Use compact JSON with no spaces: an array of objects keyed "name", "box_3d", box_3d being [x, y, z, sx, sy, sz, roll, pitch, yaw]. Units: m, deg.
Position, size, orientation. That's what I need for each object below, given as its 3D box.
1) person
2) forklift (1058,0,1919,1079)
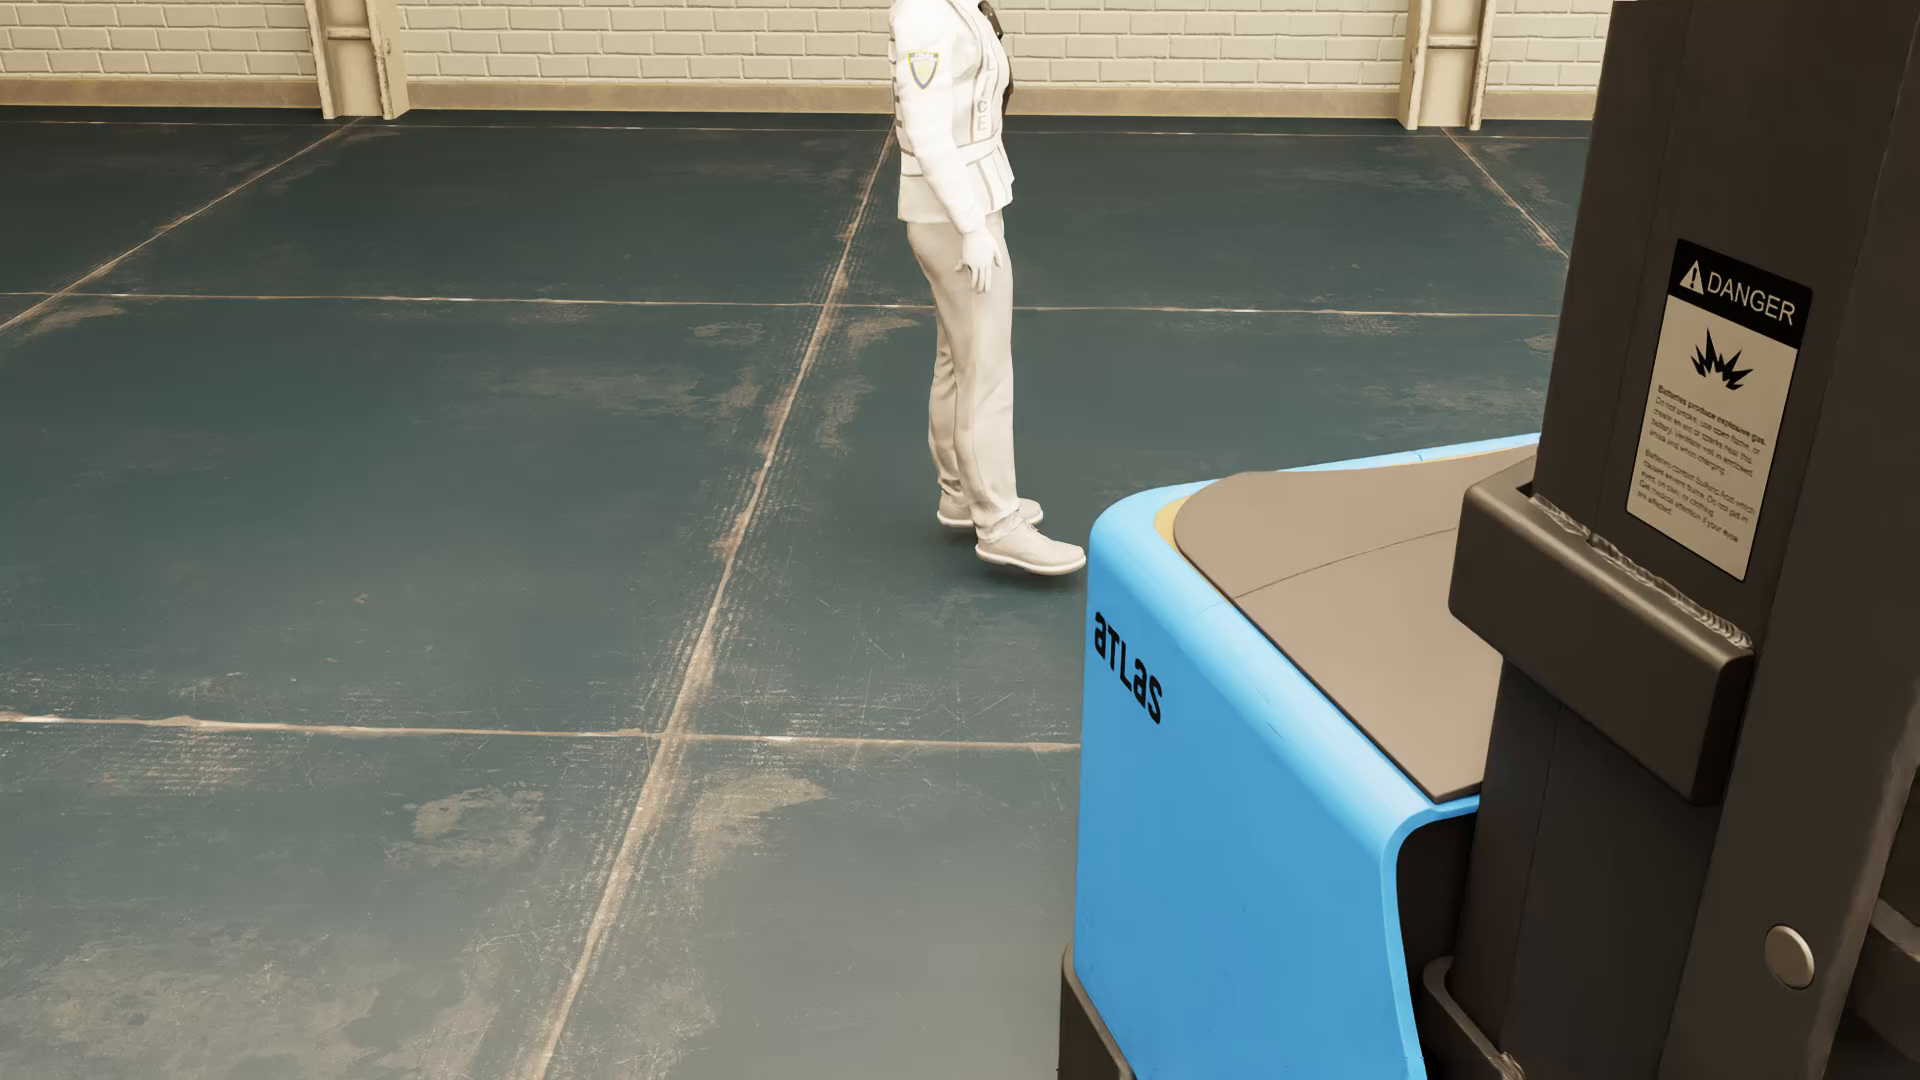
[{"name":"person","box_3d":[0.068,-0.798,4.117,0.531,1.695,0.587,1,26,2]},{"name":"forklift","box_3d":[1.108,0.137,0.931,1.130,2.935,3.031,-8,28,-17]}]
